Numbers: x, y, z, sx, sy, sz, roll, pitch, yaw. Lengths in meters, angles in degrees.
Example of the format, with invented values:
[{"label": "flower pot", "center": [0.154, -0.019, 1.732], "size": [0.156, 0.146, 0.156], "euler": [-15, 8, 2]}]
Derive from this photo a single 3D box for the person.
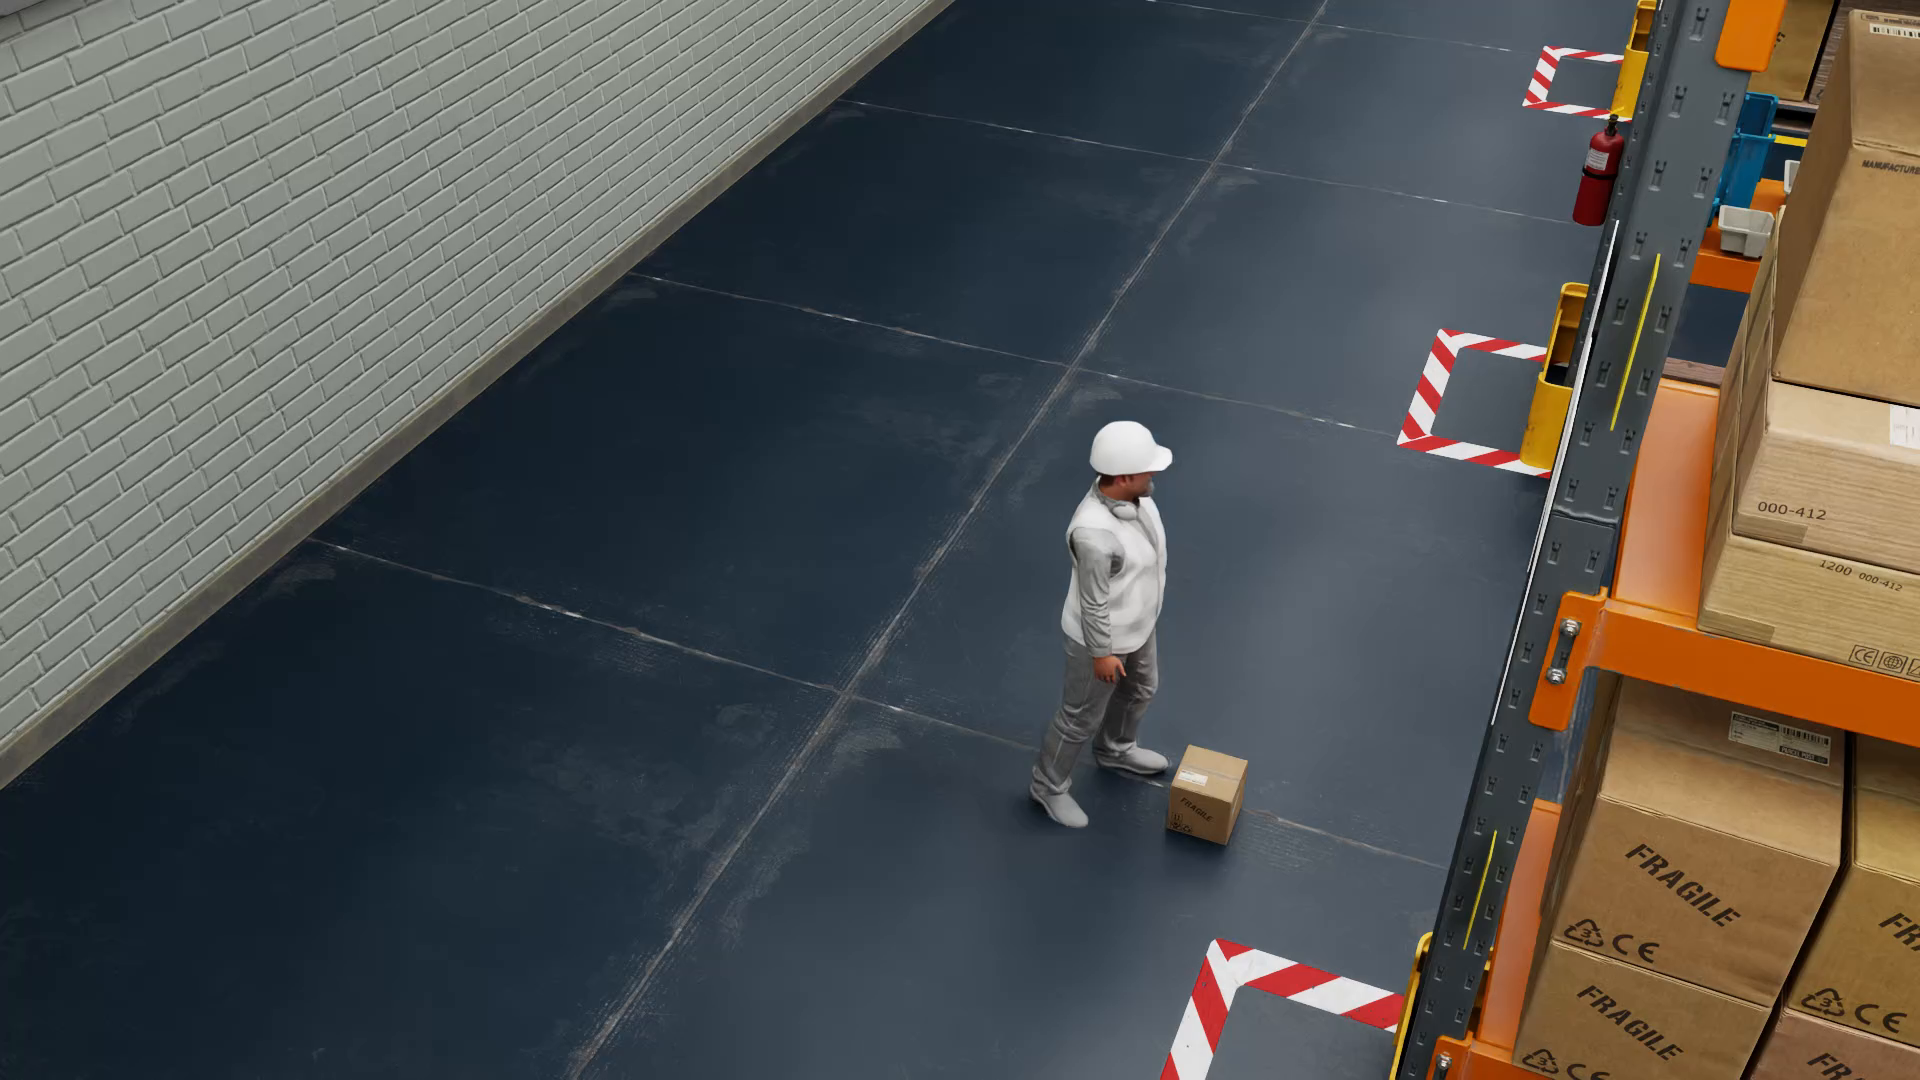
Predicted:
[{"label": "person", "center": [0.574, 0.320, 6.406], "size": [0.498, 1.792, 0.572], "euler": [14, 39, 18]}]
